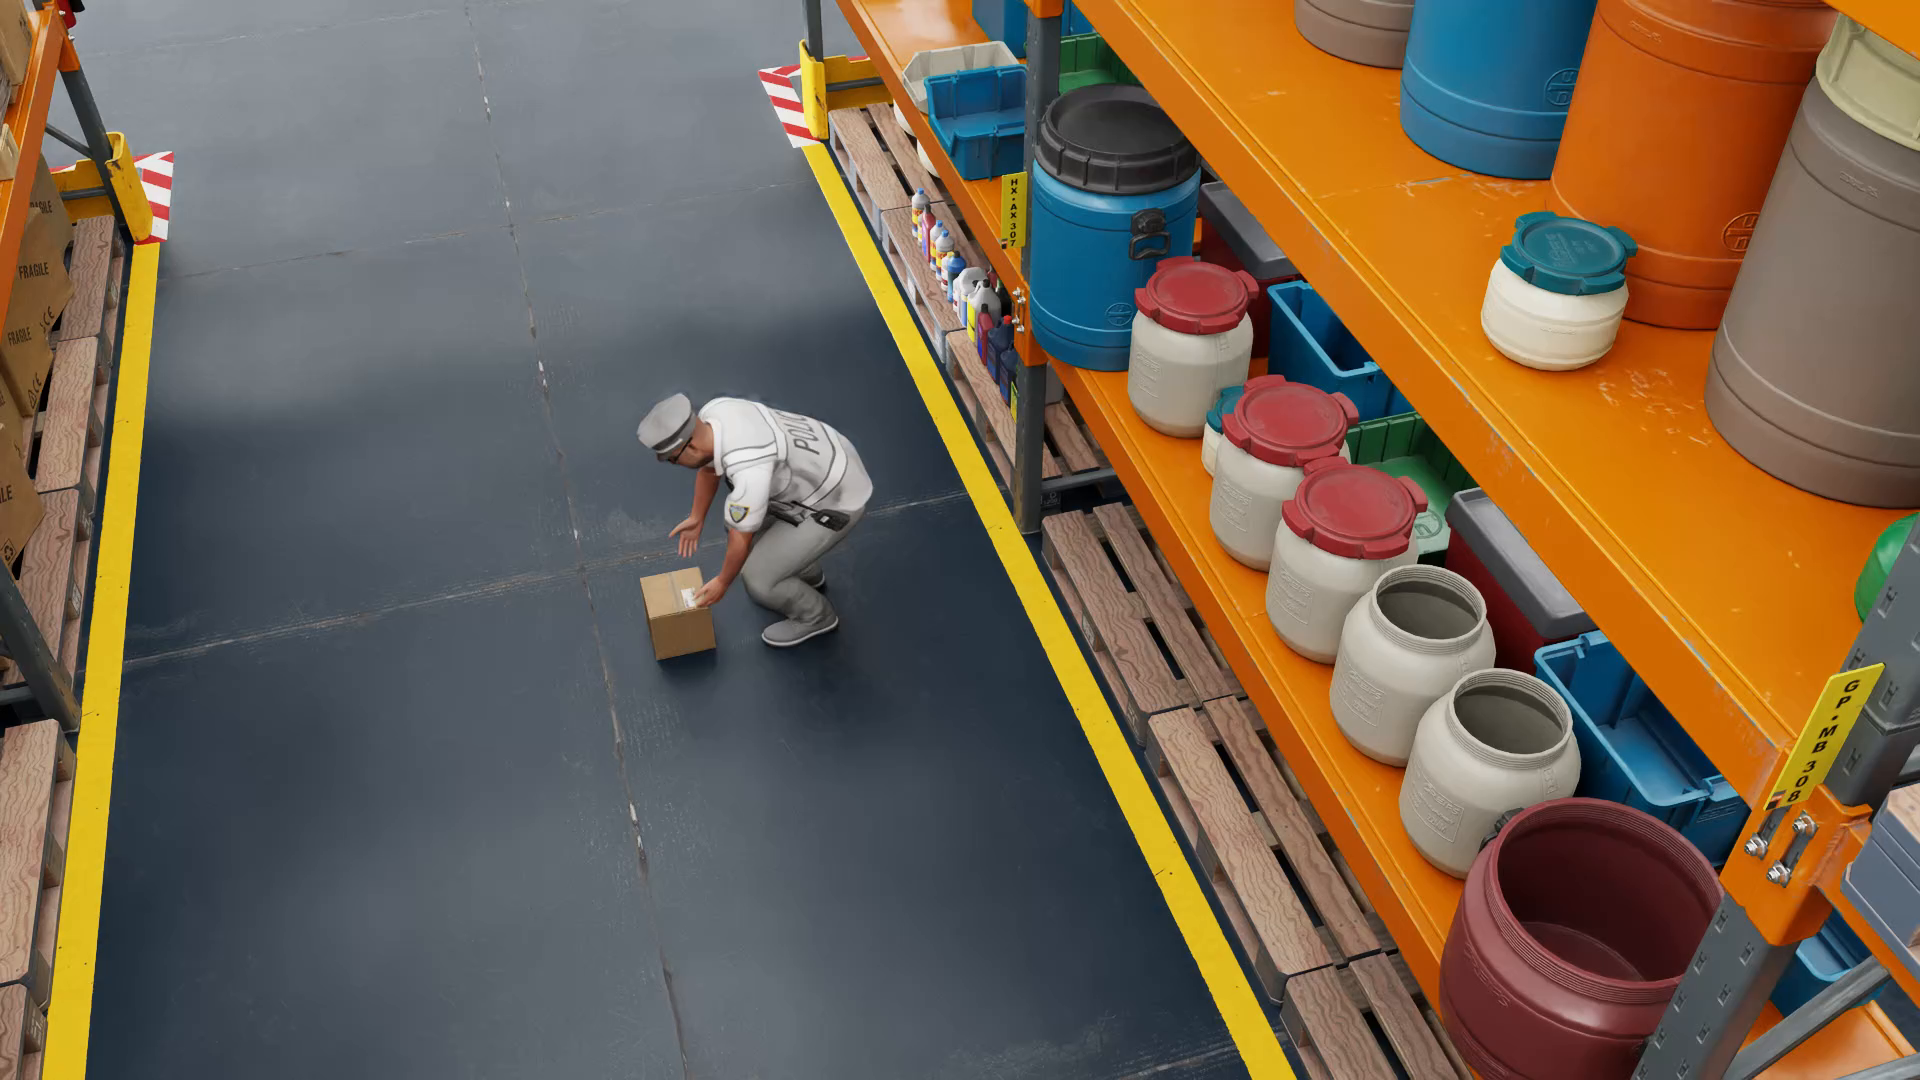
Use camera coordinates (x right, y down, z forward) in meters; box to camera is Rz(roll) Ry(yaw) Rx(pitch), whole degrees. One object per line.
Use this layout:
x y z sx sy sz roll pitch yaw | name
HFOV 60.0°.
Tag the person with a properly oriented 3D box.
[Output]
-0.886 -0.019 6.754 1.023 0.980 0.537 -14 44 -15 | person
